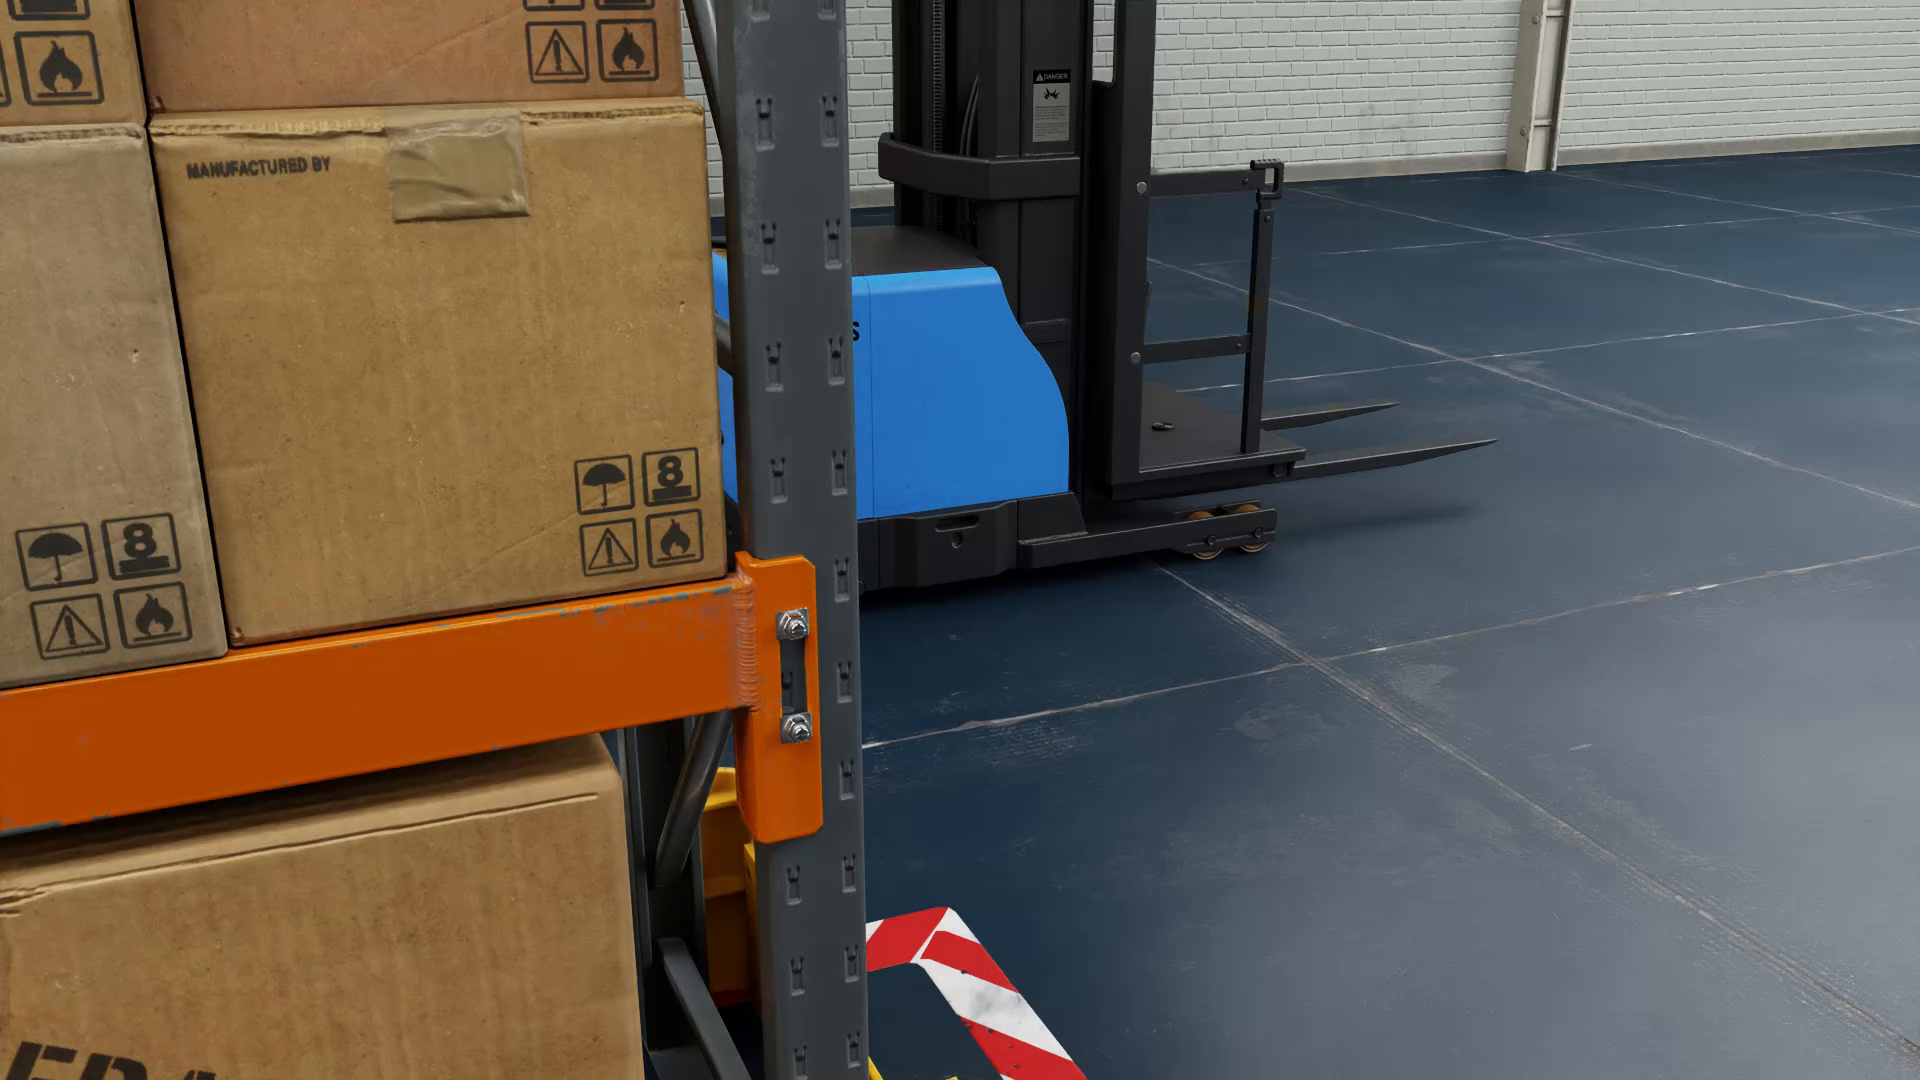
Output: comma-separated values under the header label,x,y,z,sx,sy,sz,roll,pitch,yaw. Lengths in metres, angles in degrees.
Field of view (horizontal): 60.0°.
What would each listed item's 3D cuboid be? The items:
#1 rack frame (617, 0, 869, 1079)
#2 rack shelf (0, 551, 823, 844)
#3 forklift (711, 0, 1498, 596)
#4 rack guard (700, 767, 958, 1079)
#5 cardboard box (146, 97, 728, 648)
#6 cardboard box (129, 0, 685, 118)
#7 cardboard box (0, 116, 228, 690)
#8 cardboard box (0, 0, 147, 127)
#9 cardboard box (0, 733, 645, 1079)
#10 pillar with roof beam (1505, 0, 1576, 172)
label,x,y,z,sx,sy,sz,roll,pitch,yaw
rack frame,-0.376,-0.301,2.361,0.127,3.000,1.000,-8,21,-22
rack shelf,-2.212,0.301,1.733,4.000,0.370,1.077,-8,21,-22
forklift,0.572,-1.465,5.770,3.031,2.935,1.130,-8,21,-22
rack guard,-0.354,0.875,2.785,0.348,0.500,1.175,-8,21,-22
cardboard box,-0.699,-0.309,2.158,0.550,0.550,0.875,-8,21,-22
cardboard box,-0.732,-0.844,2.052,0.550,0.550,0.875,-8,21,-22
cardboard box,-1.195,-0.230,1.934,0.550,0.550,0.875,-8,21,-22
cardboard box,-1.200,-0.744,1.766,0.550,0.550,0.875,-8,21,-22
cardboard box,-0.972,0.612,2.333,0.875,0.875,0.875,-8,21,-22
pillar with roof beam,7.329,-6.589,11.187,0.400,9.000,9.100,-8,21,-22
